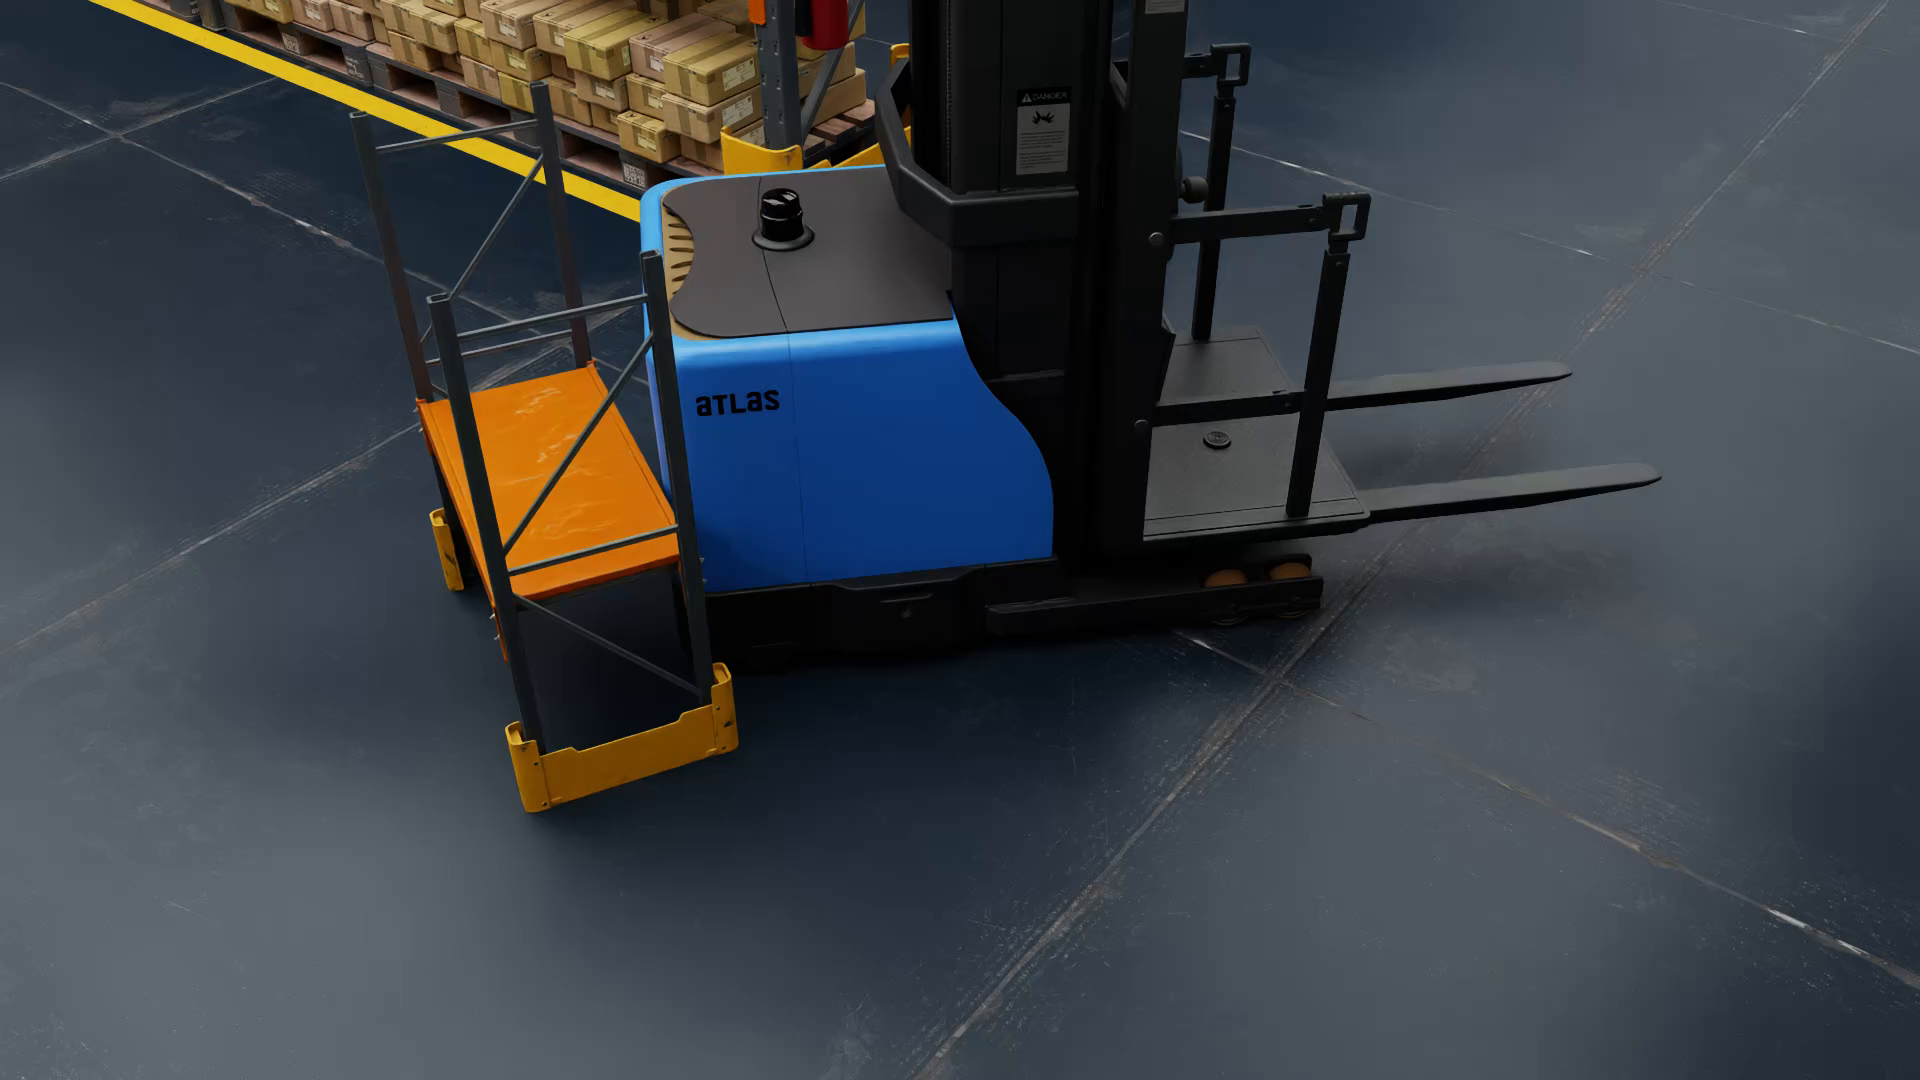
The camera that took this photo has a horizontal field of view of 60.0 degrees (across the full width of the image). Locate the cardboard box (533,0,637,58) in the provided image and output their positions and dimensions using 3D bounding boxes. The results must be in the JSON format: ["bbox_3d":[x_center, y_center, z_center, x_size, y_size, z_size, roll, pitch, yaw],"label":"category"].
[{"bbox_3d":[-1.596,-2.204,7.121,0.250,0.149,0.380,23,44,27],"label":"cardboard box"}]

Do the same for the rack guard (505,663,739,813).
[{"bbox_3d":[-0.880,0.519,4.384,0.587,0.250,0.087,-16,41,-19],"label":"rack guard"}]

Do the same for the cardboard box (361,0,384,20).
[{"bbox_3d":[-2.603,-2.592,7.858,0.250,0.149,0.380,27,46,30],"label":"cardboard box"}]

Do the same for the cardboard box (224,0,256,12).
[{"bbox_3d":[-3.490,-2.815,8.384,0.250,0.149,0.380,23,44,27],"label":"cardboard box"}]

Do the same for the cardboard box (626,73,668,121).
[{"bbox_3d":[-1.175,-1.910,6.987,0.250,0.149,0.380,24,44,28],"label":"cardboard box"}]

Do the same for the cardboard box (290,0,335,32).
[{"bbox_3d":[-3.050,-2.648,8.171,0.250,0.149,0.380,25,44,28],"label":"cardboard box"}]

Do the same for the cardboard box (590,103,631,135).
[{"bbox_3d":[-1.375,-1.894,7.207,0.250,0.149,0.380,25,44,28],"label":"cardboard box"}]

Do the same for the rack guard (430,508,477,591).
[{"bbox_3d":[-1.299,-0.038,5.096,0.587,0.250,0.087,-16,41,-19],"label":"rack guard"}]

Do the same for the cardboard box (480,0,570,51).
[{"bbox_3d":[-1.844,-2.278,7.215,0.250,0.149,0.380,27,45,30],"label":"cardboard box"}]

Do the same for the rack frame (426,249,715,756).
[{"bbox_3d":[-0.880,0.028,3.998,0.500,1.500,0.032,-16,41,-19],"label":"rack frame"}]

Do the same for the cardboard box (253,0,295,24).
[{"bbox_3d":[-3.279,-2.715,8.257,0.250,0.149,0.380,27,45,30],"label":"cardboard box"}]

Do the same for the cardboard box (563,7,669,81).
[{"bbox_3d":[-1.429,-2.076,6.958,0.250,0.149,0.380,24,44,28],"label":"cardboard box"}]

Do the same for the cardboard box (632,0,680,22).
[{"bbox_3d":[-1.279,-2.461,7.450,0.250,0.149,0.380,23,44,27],"label":"cardboard box"}]

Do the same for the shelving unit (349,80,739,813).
[{"bbox_3d":[-1.089,-0.251,4.354,0.587,1.500,1.083,-16,41,-19],"label":"shelving unit"}]

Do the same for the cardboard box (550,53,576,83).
[{"bbox_3d":[-1.565,-2.131,7.269,0.250,0.149,0.380,25,44,28],"label":"cardboard box"}]

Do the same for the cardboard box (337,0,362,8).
[{"bbox_3d":[-2.807,-2.707,8.004,0.250,0.149,0.380,23,44,26],"label":"cardboard box"}]

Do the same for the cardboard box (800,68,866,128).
[{"bbox_3d":[-0.629,-1.964,7.297,0.250,0.149,0.380,26,45,29],"label":"cardboard box"}]

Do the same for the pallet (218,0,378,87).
[{"bbox_3d":[-3.029,-2.734,8.571,1.213,0.211,1.003,25,45,29],"label":"pallet"}]

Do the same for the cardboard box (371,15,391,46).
[{"bbox_3d":[-2.583,-2.494,7.974,0.250,0.149,0.380,23,44,27],"label":"cardboard box"}]

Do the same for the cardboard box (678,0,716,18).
[{"bbox_3d":[-1.031,-2.409,7.383,0.250,0.149,0.380,25,45,28],"label":"cardboard box"}]

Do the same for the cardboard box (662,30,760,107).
[{"bbox_3d":[-0.982,-1.919,6.757,0.250,0.149,0.380,26,45,29],"label":"cardboard box"}]

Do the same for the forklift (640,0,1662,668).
[{"bbox_3d":[0.621,-1.218,4.429,3.031,2.935,1.130,-6,38,-8],"label":"forklift"}]

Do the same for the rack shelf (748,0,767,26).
[{"bbox_3d":[-1.996,-3.034,7.275,4.000,0.370,1.077,25,45,29],"label":"rack shelf"}]

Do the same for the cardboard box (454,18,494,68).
[{"bbox_3d":[-2.025,-2.272,7.450,0.250,0.149,0.380,28,46,31],"label":"cardboard box"}]

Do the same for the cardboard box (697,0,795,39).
[{"bbox_3d":[-0.909,-2.252,7.182,0.250,0.149,0.380,26,45,29],"label":"cardboard box"}]

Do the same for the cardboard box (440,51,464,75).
[{"bbox_3d":[-2.180,-2.288,7.711,0.250,0.149,0.380,27,45,30],"label":"cardboard box"}]

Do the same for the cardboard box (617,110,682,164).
[{"bbox_3d":[-1.218,-1.752,7.027,0.250,0.149,0.380,27,45,30],"label":"cardboard box"}]

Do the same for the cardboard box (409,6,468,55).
[{"bbox_3d":[-2.261,-2.362,7.564,0.250,0.149,0.380,26,45,29],"label":"cardboard box"}]

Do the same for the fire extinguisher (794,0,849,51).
[{"bbox_3d":[-0.487,-2.070,5.826,0.183,0.674,0.296,25,45,29],"label":"fire extinguisher"}]

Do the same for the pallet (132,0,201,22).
[{"bbox_3d":[-4.204,-3.259,9.241,1.213,0.211,1.003,25,45,29],"label":"pallet"}]

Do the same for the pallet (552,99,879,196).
[{"bbox_3d":[-1.091,-1.820,7.403,1.213,0.211,1.003,25,45,29],"label":"pallet"}]

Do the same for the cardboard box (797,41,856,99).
[{"bbox_3d":[-0.667,-2.050,7.166,0.250,0.149,0.380,27,46,30],"label":"cardboard box"}]

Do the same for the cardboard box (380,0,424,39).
[{"bbox_3d":[-2.441,-2.466,7.698,0.250,0.149,0.380,25,44,28],"label":"cardboard box"}]

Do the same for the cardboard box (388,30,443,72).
[{"bbox_3d":[-2.435,-2.349,7.789,0.250,0.149,0.380,24,44,27],"label":"cardboard box"}]

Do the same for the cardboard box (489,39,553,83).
[{"bbox_3d":[-1.833,-2.167,7.315,0.250,0.149,0.380,26,45,29],"label":"cardboard box"}]

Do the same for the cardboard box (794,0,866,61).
[{"bbox_3d":[-0.617,-2.208,7.126,0.250,0.149,0.380,23,44,27],"label":"cardboard box"}]

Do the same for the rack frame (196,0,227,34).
[{"bbox_3d":[-3.584,-4.066,8.010,0.127,3.000,1.000,25,45,29],"label":"rack frame"}]

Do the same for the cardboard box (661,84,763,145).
[{"bbox_3d":[-1.000,-1.786,6.828,0.250,0.149,0.380,24,44,27],"label":"cardboard box"}]

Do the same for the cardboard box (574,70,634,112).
[{"bbox_3d":[-1.414,-1.980,7.076,0.250,0.149,0.380,23,44,27],"label":"cardboard box"}]

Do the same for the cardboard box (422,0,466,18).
[{"bbox_3d":[-2.211,-2.515,7.518,0.250,0.149,0.380,25,45,29],"label":"cardboard box"}]

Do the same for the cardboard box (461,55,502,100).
[{"bbox_3d":[-2.025,-2.157,7.543,0.250,0.149,0.380,26,45,29],"label":"cardboard box"}]

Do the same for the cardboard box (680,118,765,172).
[{"bbox_3d":[-0.952,-1.706,6.967,0.250,0.149,0.380,26,45,29],"label":"cardboard box"}]

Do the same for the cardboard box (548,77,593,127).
[{"bbox_3d":[-1.579,-1.980,7.317,0.250,0.149,0.380,26,45,29],"label":"cardboard box"}]

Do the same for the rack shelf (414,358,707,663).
[{"bbox_3d":[-1.093,-0.115,4.472,0.538,0.185,1.000,-16,41,-19],"label":"rack shelf"}]

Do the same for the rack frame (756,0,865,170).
[{"bbox_3d":[-0.407,-2.568,6.097,0.127,3.000,1.000,25,45,29],"label":"rack frame"}]

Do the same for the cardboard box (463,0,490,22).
[{"bbox_3d":[-1.986,-2.431,7.411,0.250,0.149,0.380,24,44,27],"label":"cardboard box"}]

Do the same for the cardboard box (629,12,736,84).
[{"bbox_3d":[-1.146,-2.041,6.913,0.250,0.149,0.380,26,45,29],"label":"cardboard box"}]

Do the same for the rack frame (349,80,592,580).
[{"bbox_3d":[-1.307,-0.541,4.724,0.500,1.500,0.032,-16,41,-19],"label":"rack frame"}]

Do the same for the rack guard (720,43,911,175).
[{"bbox_3d":[-0.467,-1.612,6.904,0.348,0.500,1.175,25,45,29],"label":"rack guard"}]

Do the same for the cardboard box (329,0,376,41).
[{"bbox_3d":[-2.818,-2.577,8.080,0.250,0.149,0.380,24,44,28],"label":"cardboard box"}]

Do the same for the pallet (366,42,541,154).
[{"bbox_3d":[-2.056,-2.277,7.987,1.213,0.211,1.003,25,45,29],"label":"pallet"}]

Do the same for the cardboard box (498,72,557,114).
[{"bbox_3d":[-1.820,-2.045,7.400,0.250,0.149,0.380,23,44,27],"label":"cardboard box"}]
